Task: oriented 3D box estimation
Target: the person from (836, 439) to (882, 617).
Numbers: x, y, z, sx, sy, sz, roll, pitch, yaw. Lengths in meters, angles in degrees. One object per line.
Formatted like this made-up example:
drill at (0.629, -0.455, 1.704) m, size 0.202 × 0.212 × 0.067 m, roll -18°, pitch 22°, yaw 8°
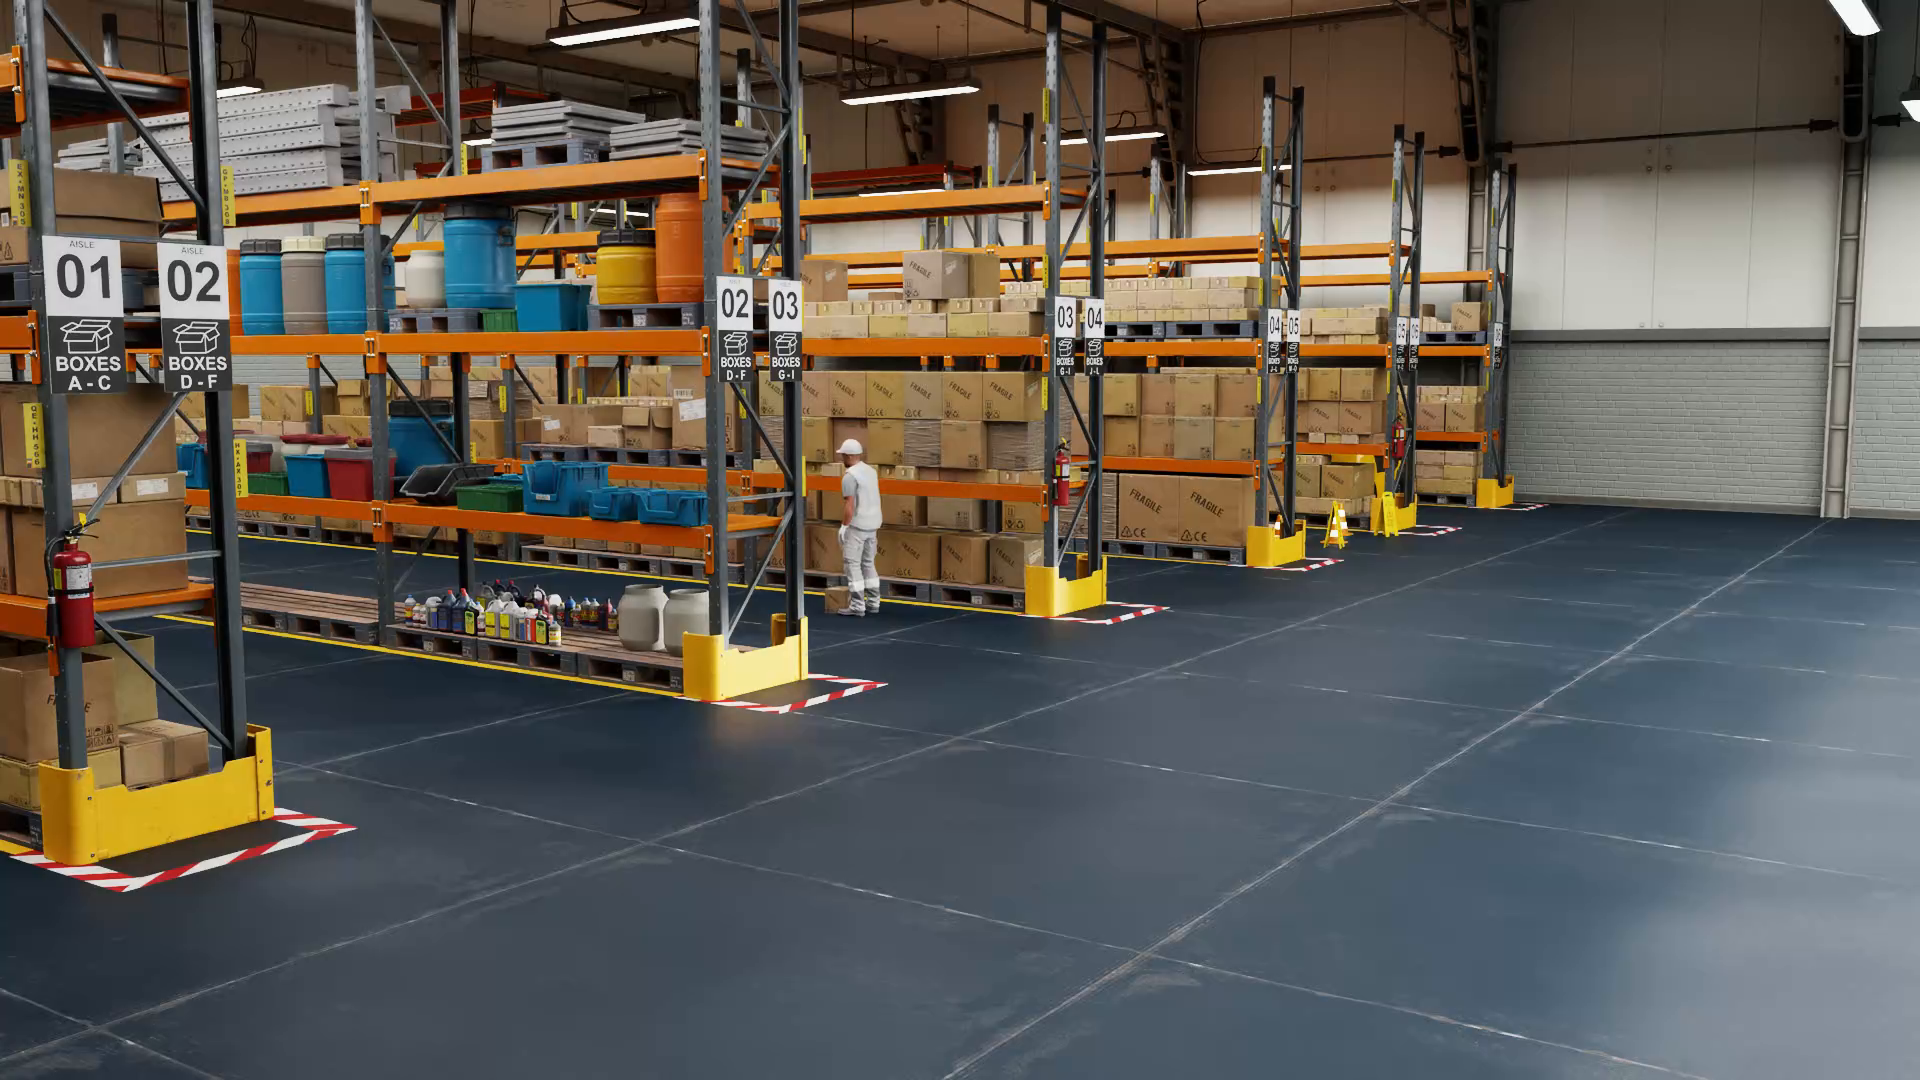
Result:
person at (-1.029, -0.127, 16.819) m, size 0.453 × 1.778 × 0.607 m, roll 4°, pitch 7°, yaw 30°
